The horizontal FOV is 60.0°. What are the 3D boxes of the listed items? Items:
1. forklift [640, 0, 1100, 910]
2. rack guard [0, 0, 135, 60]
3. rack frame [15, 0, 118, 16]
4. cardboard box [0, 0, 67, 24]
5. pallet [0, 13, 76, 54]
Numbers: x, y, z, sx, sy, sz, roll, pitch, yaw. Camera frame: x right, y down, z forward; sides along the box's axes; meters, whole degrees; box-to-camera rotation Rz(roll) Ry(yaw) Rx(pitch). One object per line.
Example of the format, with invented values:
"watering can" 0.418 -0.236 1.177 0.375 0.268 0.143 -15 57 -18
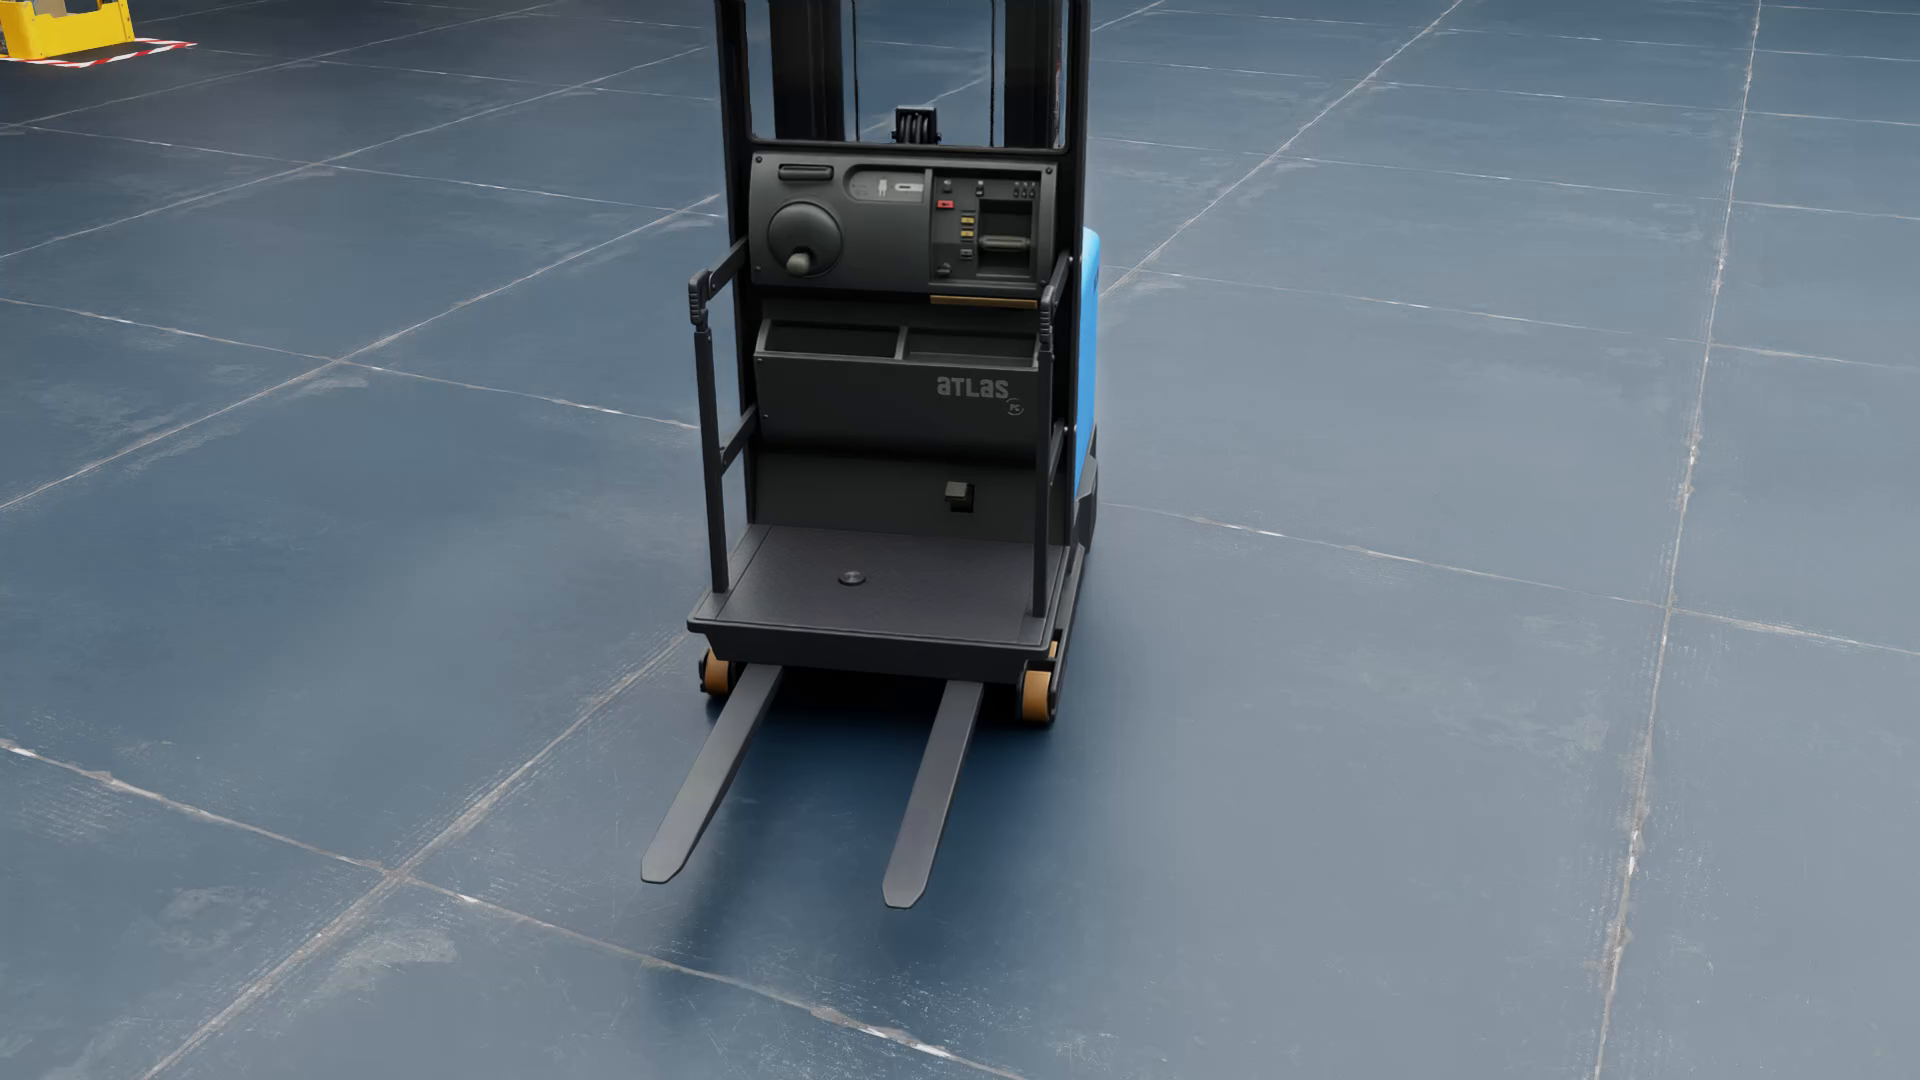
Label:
"forklift" -0.208 -0.921 4.803 1.130 2.935 3.031 4 27 8
"rack guard" -8.332 -4.846 15.527 0.348 0.500 1.175 11 28 22
"rack frame" -8.263 -5.953 14.946 0.127 3.000 1.000 11 28 22
"cardboard box" -8.825 -5.141 15.651 0.500 0.500 0.500 17 31 31
"pallet" -9.057 -4.879 15.921 1.213 0.211 1.003 11 28 22
